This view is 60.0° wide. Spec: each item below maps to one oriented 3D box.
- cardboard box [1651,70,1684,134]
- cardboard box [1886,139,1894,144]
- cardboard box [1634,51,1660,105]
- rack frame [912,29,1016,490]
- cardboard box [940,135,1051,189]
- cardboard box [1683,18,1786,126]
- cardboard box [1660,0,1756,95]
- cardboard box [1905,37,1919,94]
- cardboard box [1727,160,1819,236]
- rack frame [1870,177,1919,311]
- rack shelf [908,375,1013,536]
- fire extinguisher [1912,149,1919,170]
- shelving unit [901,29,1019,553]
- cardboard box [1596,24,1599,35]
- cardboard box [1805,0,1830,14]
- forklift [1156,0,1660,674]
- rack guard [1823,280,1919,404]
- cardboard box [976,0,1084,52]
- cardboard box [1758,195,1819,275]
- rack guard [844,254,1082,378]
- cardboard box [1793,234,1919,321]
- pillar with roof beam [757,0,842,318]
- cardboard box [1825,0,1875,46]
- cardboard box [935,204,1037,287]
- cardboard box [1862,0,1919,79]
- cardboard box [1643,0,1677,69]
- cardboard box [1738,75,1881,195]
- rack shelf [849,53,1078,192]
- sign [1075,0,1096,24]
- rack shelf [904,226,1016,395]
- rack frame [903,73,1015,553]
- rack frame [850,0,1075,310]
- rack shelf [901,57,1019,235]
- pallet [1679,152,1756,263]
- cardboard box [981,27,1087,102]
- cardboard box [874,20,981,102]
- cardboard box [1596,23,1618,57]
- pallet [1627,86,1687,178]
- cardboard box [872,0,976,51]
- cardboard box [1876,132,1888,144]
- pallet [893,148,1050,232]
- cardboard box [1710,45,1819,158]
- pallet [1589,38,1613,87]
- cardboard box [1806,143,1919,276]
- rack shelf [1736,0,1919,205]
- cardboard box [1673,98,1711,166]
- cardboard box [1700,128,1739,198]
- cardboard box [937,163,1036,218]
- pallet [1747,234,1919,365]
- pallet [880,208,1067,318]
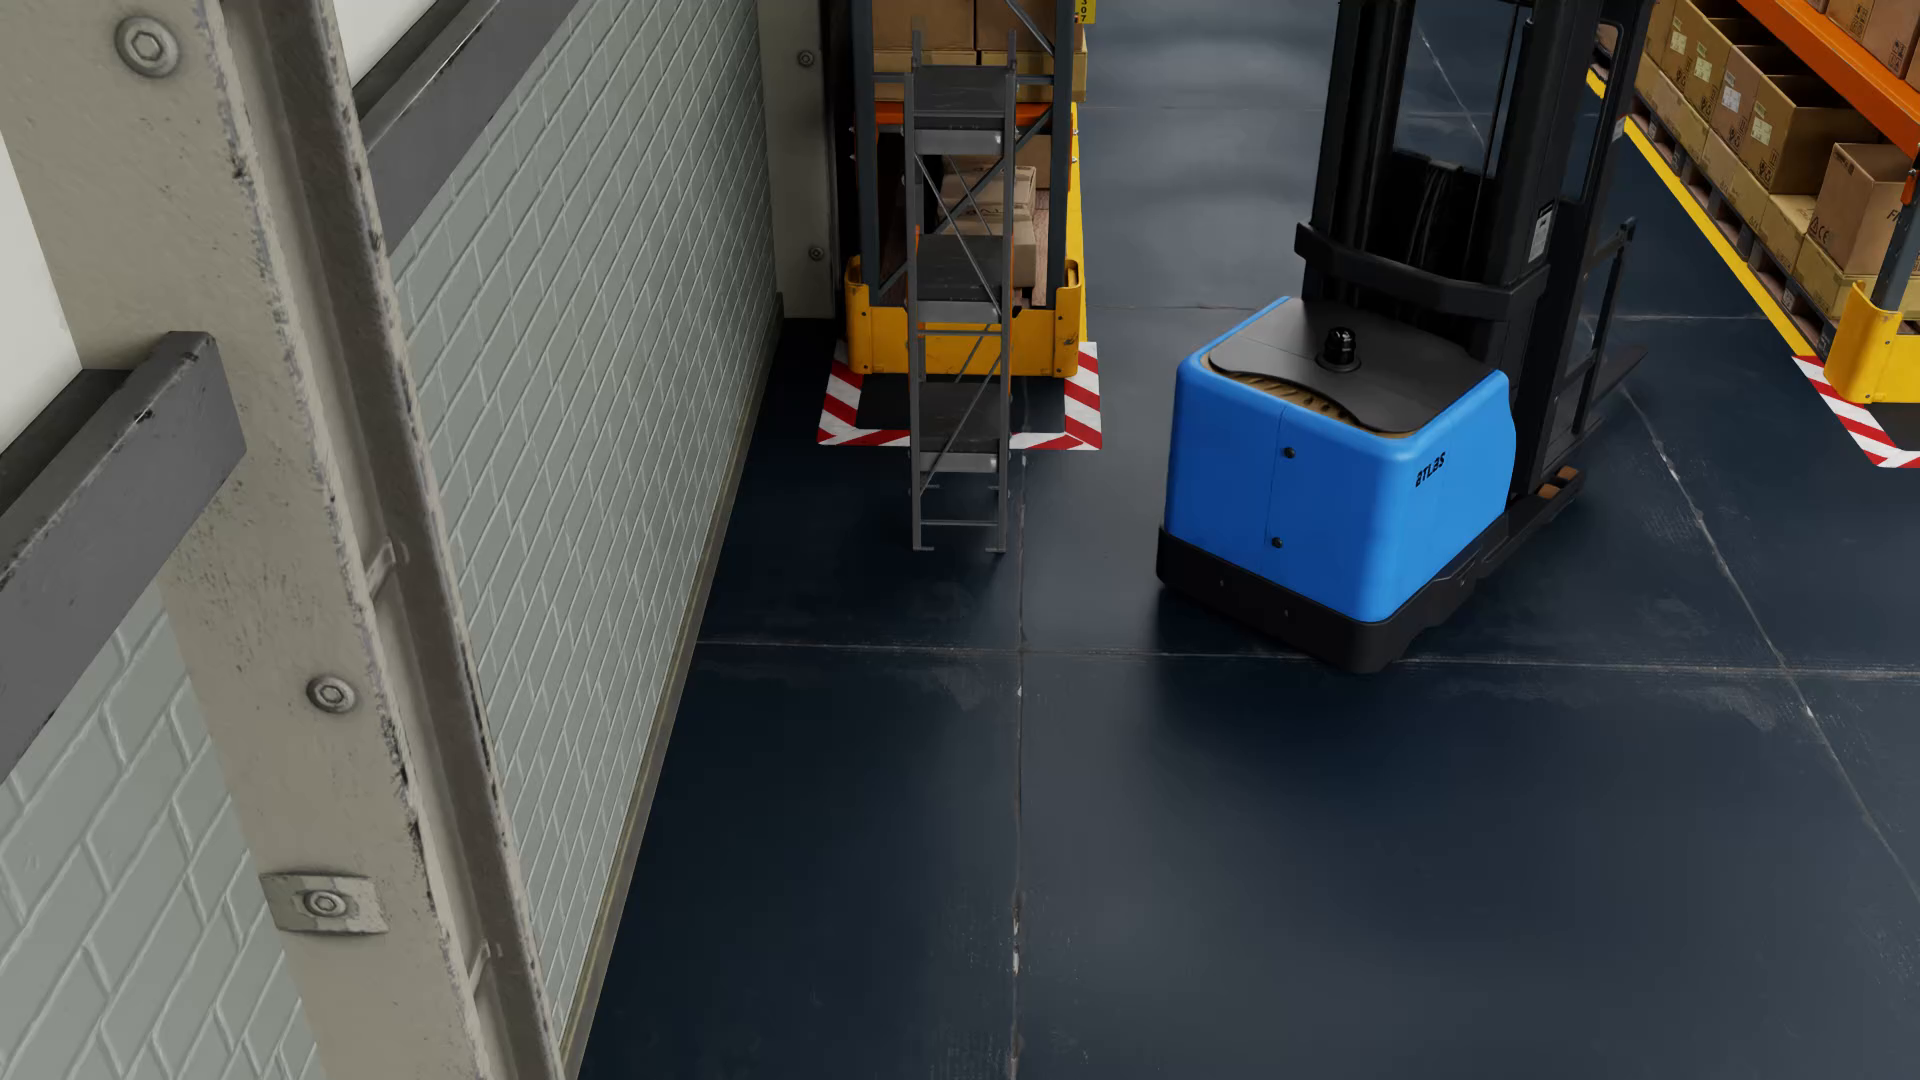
[{"bbox_3d":[4.778,-2.802,10.654,0.500,0.250,0.500,1,35,2],"label":"cardboard box"},{"bbox_3d":[5.226,-1.947,8.786,0.500,0.500,0.500,1,35,2],"label":"cardboard box"},{"bbox_3d":[4.803,-3.089,11.063,0.500,0.250,0.500,1,35,2],"label":"cardboard box"},{"bbox_3d":[0.016,-1.094,6.981,0.400,2.100,0.015,1,35,2],"label":"rack frame"},{"bbox_3d":[0.234,-2.416,9.871,0.700,0.500,0.500,-1,35,-1],"label":"cardboard box"},{"bbox_3d":[4.753,-2.821,10.030,0.500,0.500,0.500,1,35,2],"label":"cardboard box"},{"bbox_3d":[4.781,-3.109,10.438,0.500,0.500,0.500,1,35,2],"label":"cardboard box"},{"bbox_3d":[4.996,-2.312,7.844,0.700,0.500,0.500,1,35,2],"label":"cardboard box"},{"bbox_3d":[4.717,-1.940,9.428,0.500,0.250,0.500,1,35,2],"label":"cardboard box"},{"bbox_3d":[4.964,-2.003,7.492,1.000,3.000,0.127,1,35,2],"label":"rack frame"},{"bbox_3d":[0.007,-0.370,7.192,0.431,0.518,0.480,1,35,2],"label":"rack shelf"},{"bbox_3d":[4.495,-1.915,7.433,0.296,0.674,0.183,1,35,2],"label":"fire extinguisher"},{"bbox_3d":[0.007,-0.954,6.782,0.431,2.100,0.503,1,35,2],"label":"shelving unit"},{"bbox_3d":[4.874,-3.884,12.194,0.500,0.250,0.500,1,35,1],"label":"cardboard box"},{"bbox_3d":[5.055,-3.202,9.110,0.700,0.500,0.500,2,35,3],"label":"cardboard box"},{"bbox_3d":[2.165,-1.453,6.768,1.130,2.935,3.031,27,43,33],"label":"forklift"},{"bbox_3d":[4.963,-0.967,8.191,1.175,0.500,0.348,1,35,2],"label":"rack guard"},{"bbox_3d":[0.334,-2.637,7.854,0.500,0.500,0.500,1,35,2],"label":"cardboard box"},{"bbox_3d":[4.698,-1.653,9.019,0.500,0.250,0.500,1,35,2],"label":"cardboard box"},{"bbox_3d":[0.017,-1.137,8.433,1.175,0.500,0.348,1,35,2],"label":"rack guard"},{"bbox_3d":[4.690,-1.365,8.610,0.500,0.250,0.500,1,35,2],"label":"cardboard box"},{"bbox_3d":[3.480,-4.893,6.386,9.100,9.000,0.400,1,35,2],"label":"pillar with roof beam"},{"bbox_3d":[5.038,-2.899,8.680,0.700,0.500,0.500,2,35,2],"label":"cardboard box"},{"bbox_3d":[0.132,-1.591,8.861,0.500,0.311,0.500,-2,35,-3],"label":"cardboard box"},{"bbox_3d":[5.012,-2.614,8.274,0.700,0.500,0.500,2,35,3],"label":"cardboard box"},{"bbox_3d":[4.793,-3.396,10.847,0.500,0.500,0.500,1,35,2],"label":"cardboard box"},{"bbox_3d":[4.714,-2.247,9.212,0.500,0.500,0.500,1,35,2],"label":"cardboard box"},{"bbox_3d":[0.095,-2.970,9.494,1.077,0.370,4.000,1,35,2],"label":"rack shelf"},{"bbox_3d":[0.556,-2.457,7.385,0.100,0.325,0.005,1,35,2],"label":"sign"},{"bbox_3d":[0.007,-0.943,6.789,0.431,0.518,0.480,1,35,2],"label":"rack shelf"},{"bbox_3d":[-0.003,-0.814,6.582,0.400,2.100,0.015,1,35,2],"label":"rack frame"},{"bbox_3d":[0.014,-2.116,7.652,1.000,3.000,0.127,1,35,2],"label":"rack frame"},{"bbox_3d":[0.007,-1.516,6.387,0.431,0.518,0.480,1,35,2],"label":"rack shelf"},{"bbox_3d":[5.005,-2.002,9.915,1.003,0.211,1.213,1,35,2],"label":"pallet"},{"bbox_3d":[0.351,-2.336,8.078,0.500,0.250,0.500,0,35,1],"label":"cardboard box"},{"bbox_3d":[-0.161,-2.336,8.078,0.500,0.250,0.500,2,35,3],"label":"cardboard box"},{"bbox_3d":[4.852,-3.593,11.780,0.500,0.250,0.500,1,35,1],"label":"cardboard box"},{"bbox_3d":[5.051,-2.705,10.915,1.003,0.211,1.213,1,35,2],"label":"pallet"},{"bbox_3d":[-0.179,-2.645,7.866,0.500,0.500,0.500,1,35,1],"label":"cardboard box"},{"bbox_3d":[5.233,-2.235,9.195,0.500,0.500,0.500,1,35,2],"label":"cardboard box"},{"bbox_3d":[0.137,-2.184,10.173,1.003,0.211,1.213,1,35,2],"label":"pallet"},{"bbox_3d":[4.735,-2.534,9.621,0.500,0.500,0.500,1,35,2],"label":"cardboard box"},{"bbox_3d":[5.115,-3.585,12.167,1.003,0.211,1.213,1,35,2],"label":"pallet"},{"bbox_3d":[4.688,-1.672,8.394,0.500,0.500,0.500,1,35,2],"label":"cardboard box"},{"bbox_3d":[5.044,-2.858,9.334,1.077,0.370,4.000,1,35,2],"label":"rack shelf"},{"bbox_3d":[4.753,-2.515,10.246,0.500,0.250,0.500,1,35,2],"label":"cardboard box"},{"bbox_3d":[4.739,-2.227,9.837,0.500,0.250,0.500,1,35,2],"label":"cardboard box"},{"bbox_3d":[0.155,-1.919,9.327,0.500,0.311,0.500,4,35,6],"label":"cardboard box"},{"bbox_3d":[4.953,-1.303,8.920,1.003,0.211,1.213,1,35,2],"label":"pallet"},{"bbox_3d":[0.085,-1.484,9.179,1.003,0.211,1.213,1,35,2],"label":"pallet"}]
